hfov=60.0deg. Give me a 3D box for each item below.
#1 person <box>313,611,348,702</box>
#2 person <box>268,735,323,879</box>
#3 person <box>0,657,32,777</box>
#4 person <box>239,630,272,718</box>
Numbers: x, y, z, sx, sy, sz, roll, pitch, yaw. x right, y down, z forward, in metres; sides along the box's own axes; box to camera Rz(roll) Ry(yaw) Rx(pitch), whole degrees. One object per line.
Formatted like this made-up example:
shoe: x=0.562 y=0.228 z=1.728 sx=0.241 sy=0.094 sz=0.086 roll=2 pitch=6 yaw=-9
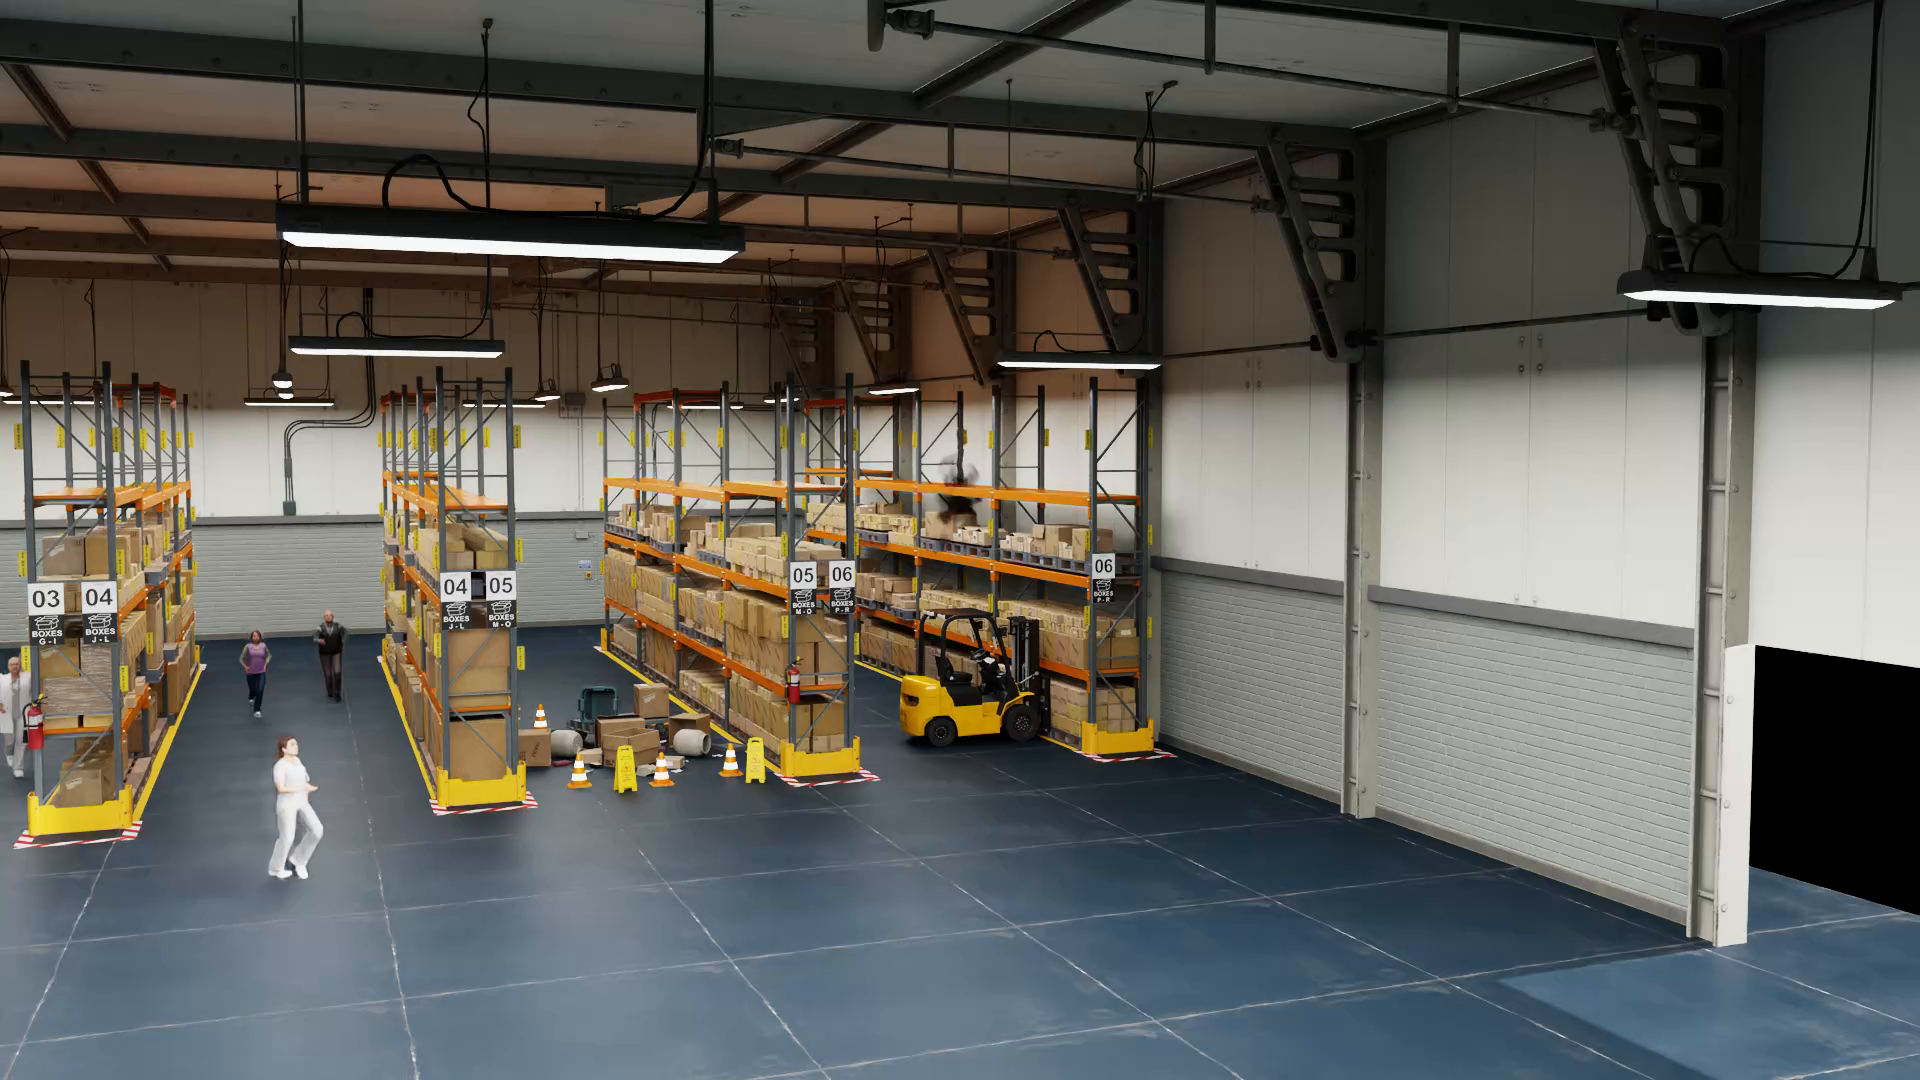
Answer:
person: x=-12.067 y=2.237 z=31.889 sx=0.635 sy=1.770 sz=0.756 roll=-1 pitch=4 yaw=-18
person: x=-7.550 y=3.031 z=18.851 sx=0.674 sy=1.661 sz=0.536 roll=1 pitch=4 yaw=20
person: x=-14.081 y=2.620 z=24.796 sx=0.720 sy=1.751 sz=0.921 roll=-2 pitch=4 yaw=-33
person: x=-12.746 y=2.408 z=30.106 sx=0.553 sy=1.559 sz=0.675 roll=-2 pitch=4 yaw=-32
